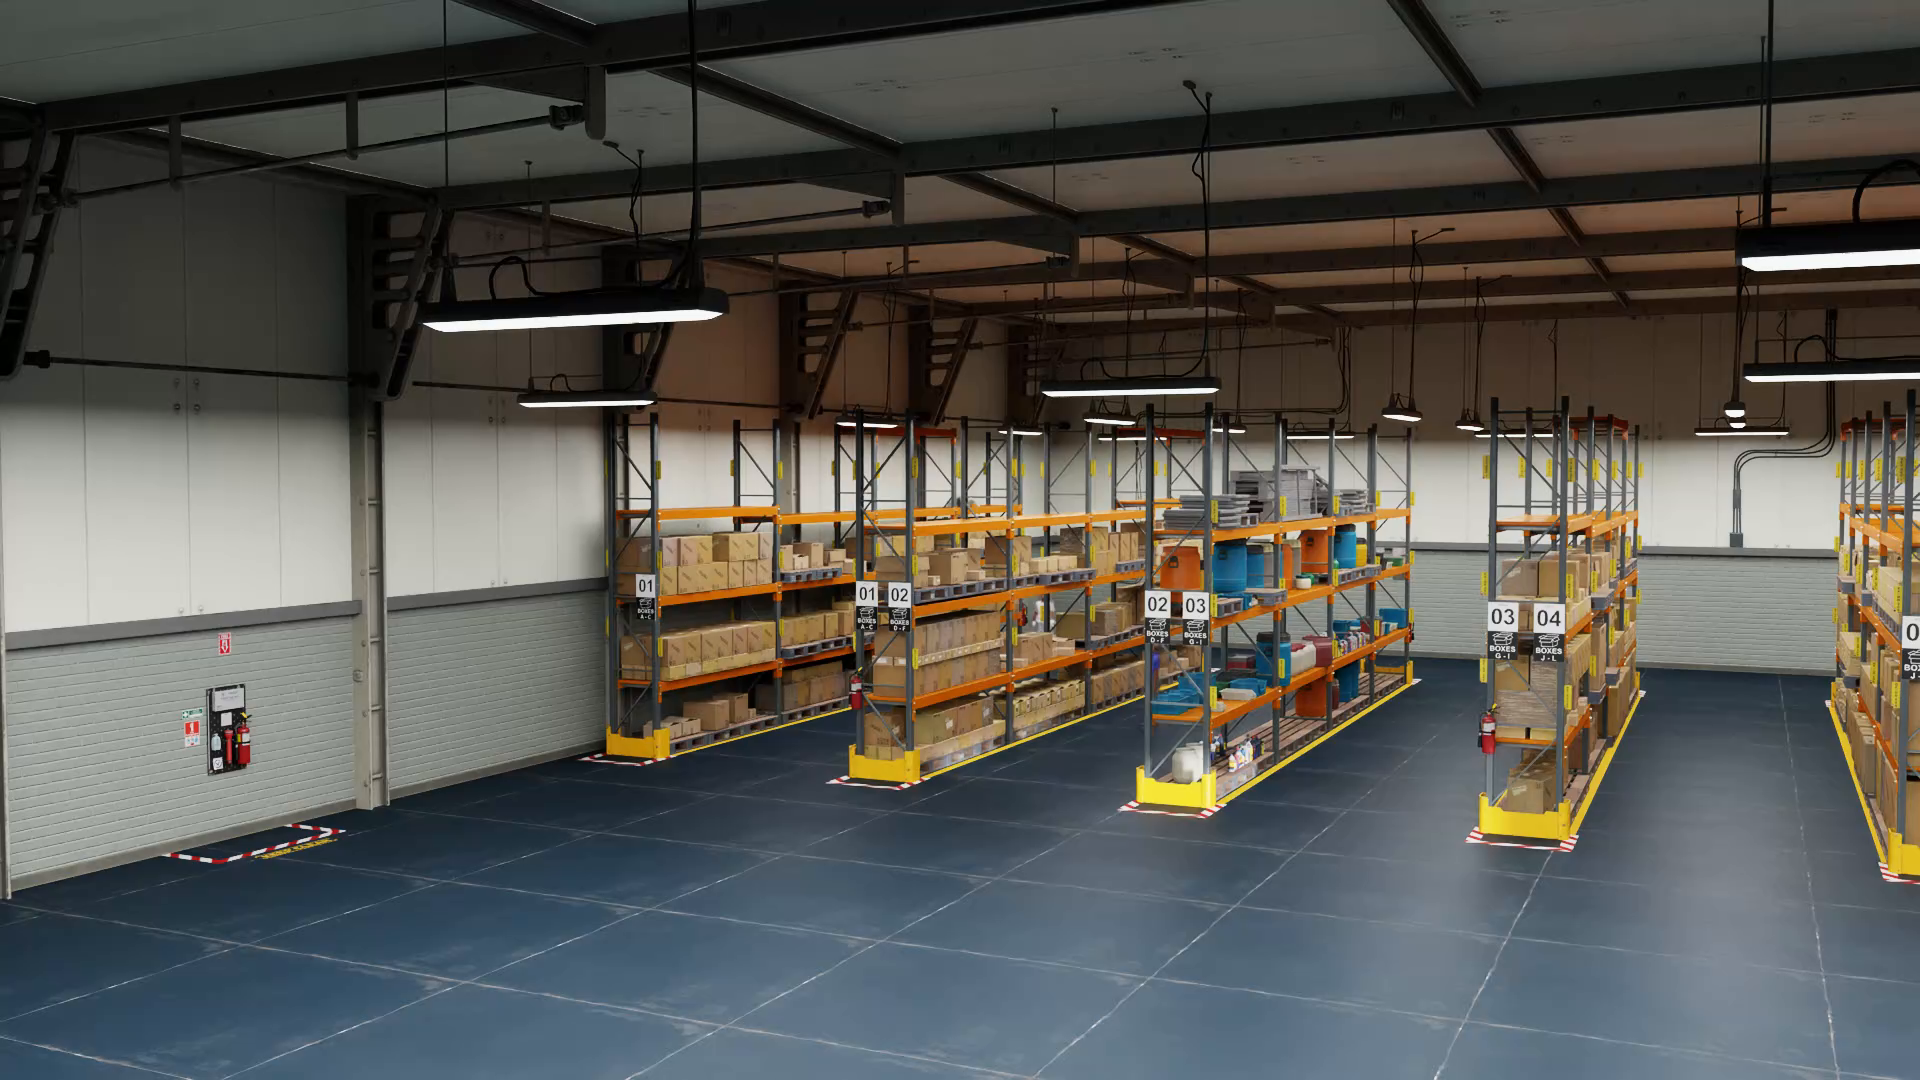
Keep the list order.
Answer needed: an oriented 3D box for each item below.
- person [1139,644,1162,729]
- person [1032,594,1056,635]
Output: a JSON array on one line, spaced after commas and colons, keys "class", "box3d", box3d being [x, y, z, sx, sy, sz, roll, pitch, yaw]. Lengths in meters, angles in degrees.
[{"class": "person", "box3d": [3.715, 2.814, 32.345, 0.412, 1.672, 0.593, 0, 2, 11]}, {"class": "person", "box3d": [2.254, 2.239, 44.624, 0.630, 1.777, 0.543, 0, 2, -5]}]
